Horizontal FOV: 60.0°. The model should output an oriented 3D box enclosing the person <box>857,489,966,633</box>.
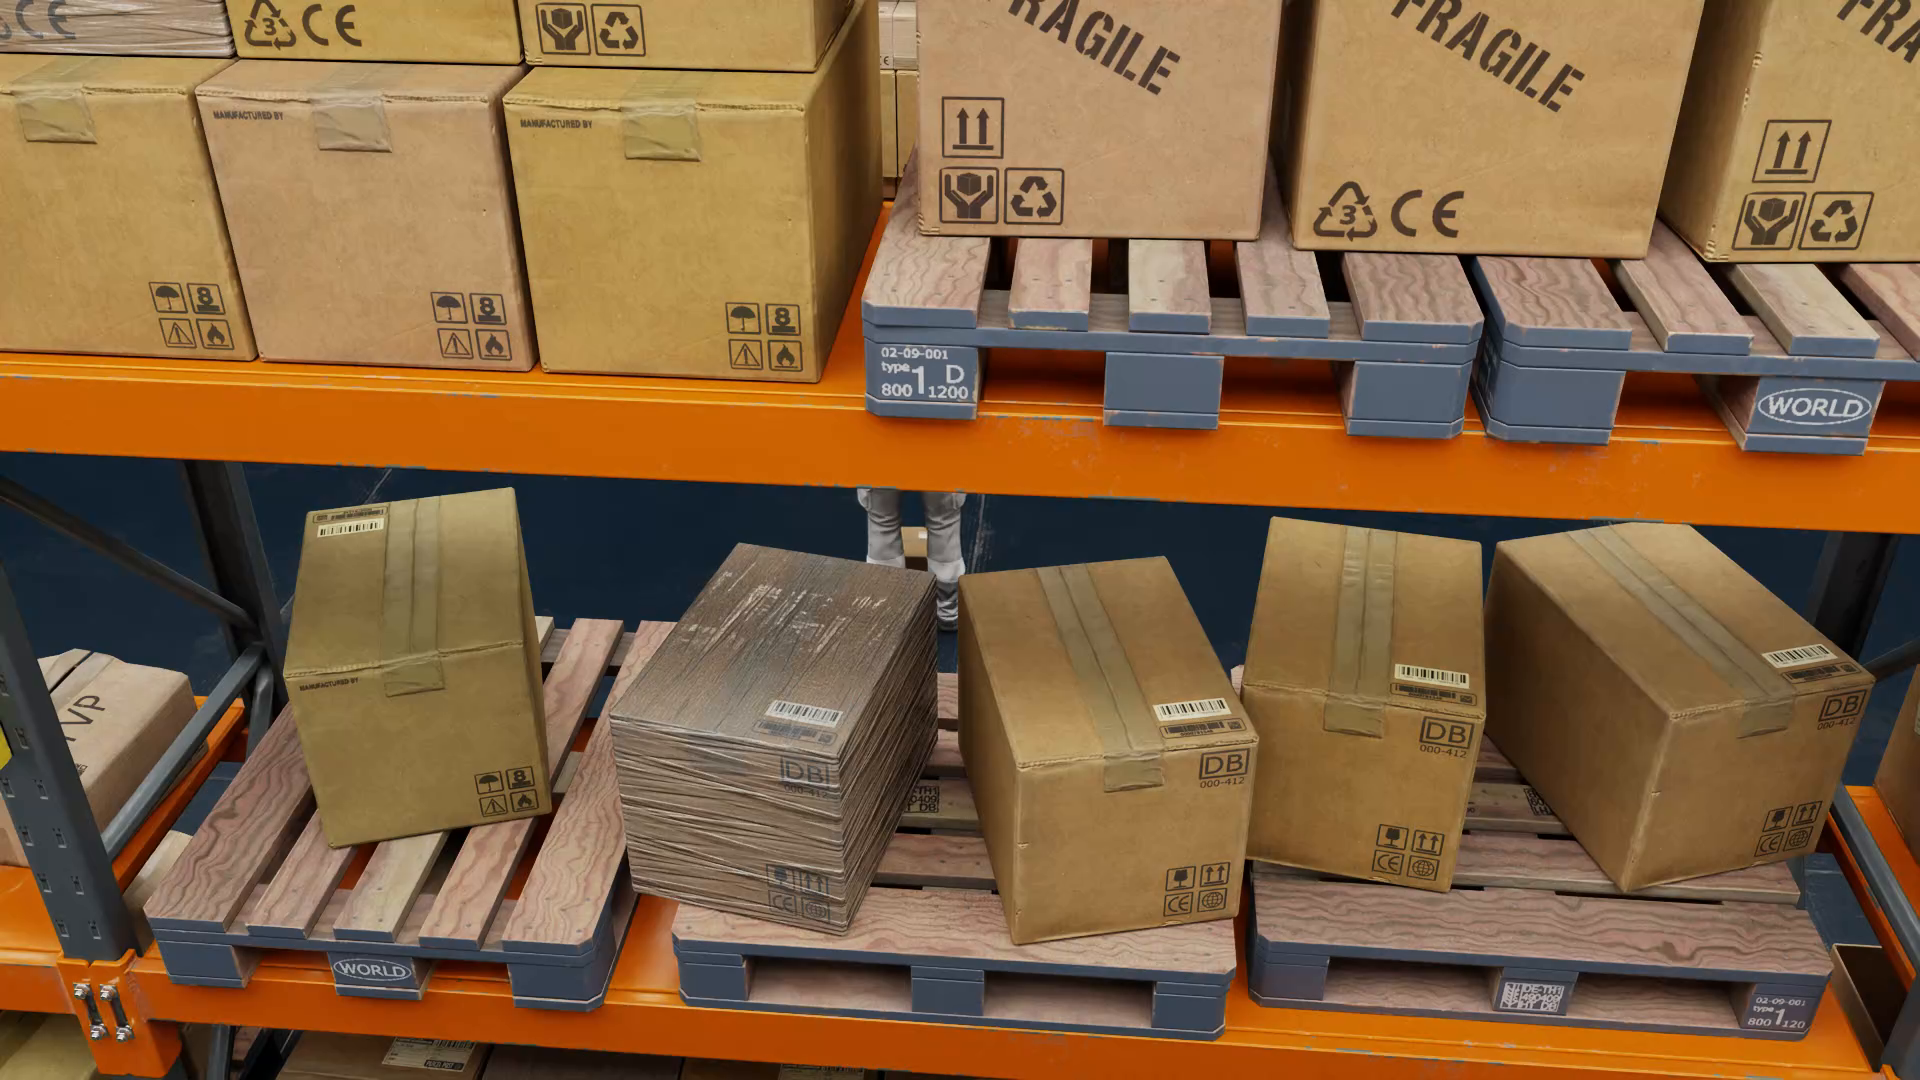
[{"bbox_3d":[-0.216,-0.417,6.800,0.616,1.776,0.453,1,32,1],"label":"person"}]
